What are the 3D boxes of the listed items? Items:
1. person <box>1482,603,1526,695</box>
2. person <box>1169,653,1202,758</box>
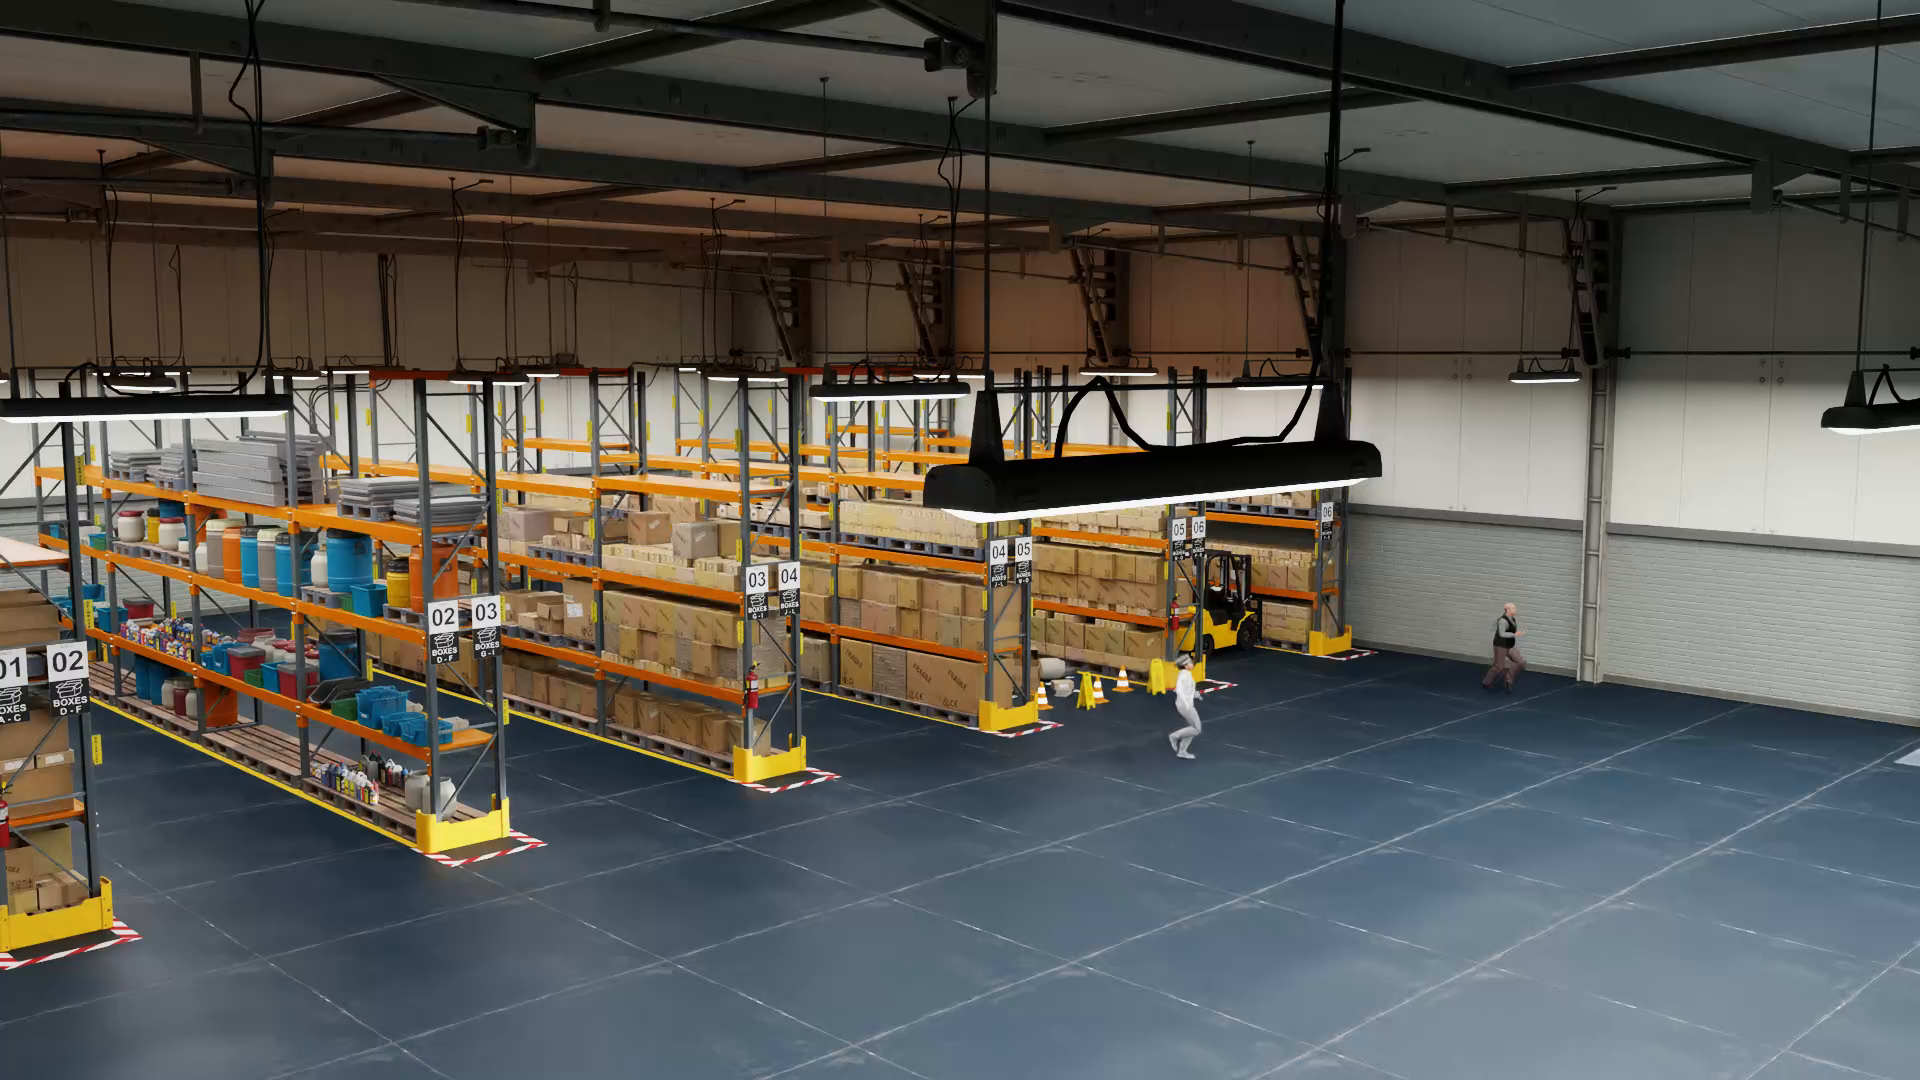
[{"bbox_3d":[10.097,2.005,30.818,0.810,1.717,0.682,6,9,41],"label":"person"},{"bbox_3d":[3.520,2.589,25.949,0.523,1.659,0.668,1,6,6],"label":"person"}]
